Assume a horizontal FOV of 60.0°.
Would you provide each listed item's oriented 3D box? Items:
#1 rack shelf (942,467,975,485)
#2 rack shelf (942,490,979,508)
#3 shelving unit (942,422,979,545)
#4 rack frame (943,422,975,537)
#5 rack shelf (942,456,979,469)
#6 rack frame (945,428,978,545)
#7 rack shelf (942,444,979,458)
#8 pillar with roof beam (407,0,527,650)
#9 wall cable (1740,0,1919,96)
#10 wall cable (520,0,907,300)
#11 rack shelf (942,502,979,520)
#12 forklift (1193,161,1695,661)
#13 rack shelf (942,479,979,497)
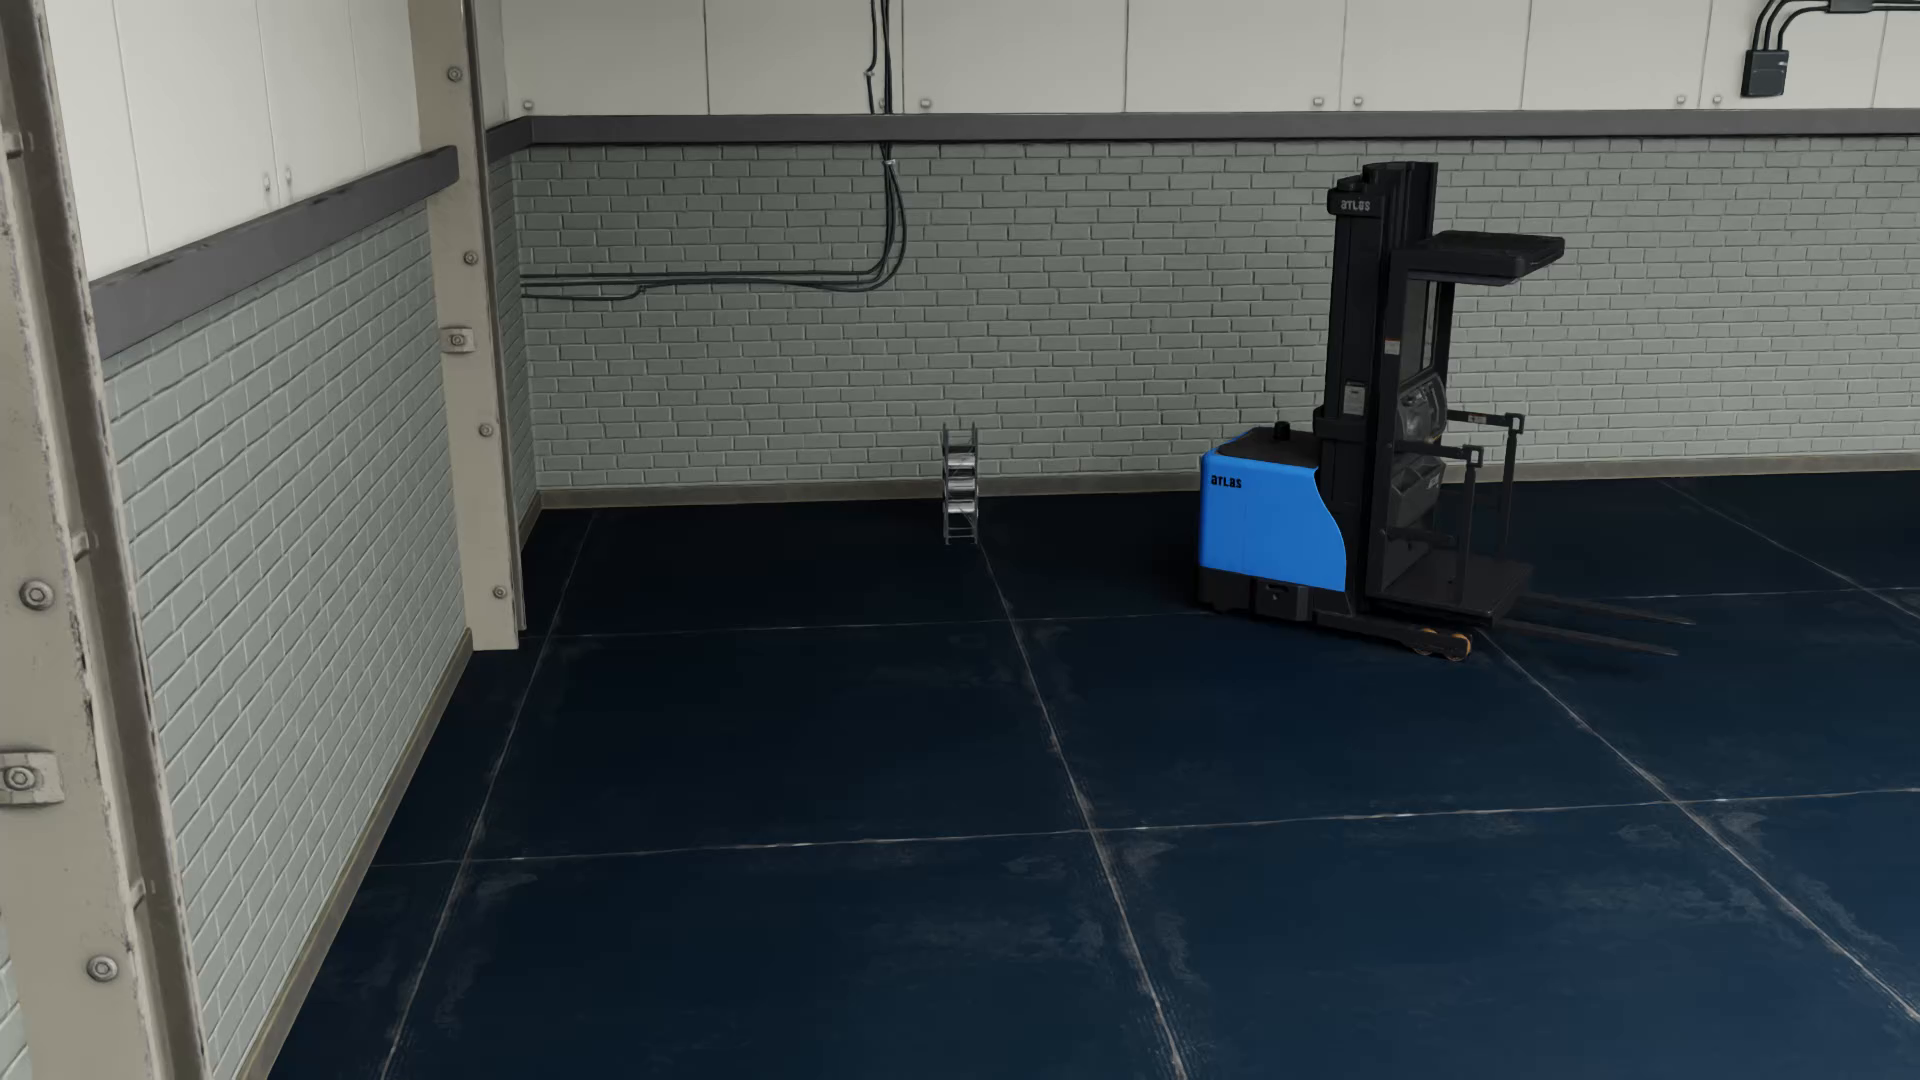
[{"bbox_3d":[0.001,-0.481,12.518,0.258,0.077,0.200,-2,18,-6],"label":"rack shelf"},{"bbox_3d":[0.001,-0.309,12.572,0.258,0.077,0.200,-2,18,-6],"label":"rack shelf"},{"bbox_3d":[0.001,-0.427,12.535,0.258,0.900,0.210,-2,18,-6],"label":"shelving unit"},{"bbox_3d":[-0.010,-0.457,12.631,0.240,0.900,0.006,-2,18,-6],"label":"rack frame"},{"bbox_3d":[0.001,-0.567,12.491,0.258,0.077,0.200,-2,18,-6],"label":"rack shelf"},{"bbox_3d":[0.011,-0.397,12.438,0.240,0.900,0.006,-2,18,-6],"label":"rack frame"},{"bbox_3d":[0.001,-0.653,12.464,0.258,0.077,0.200,-2,18,-6],"label":"rack shelf"},{"bbox_3d":[1.317,-3.794,9.739,9.100,9.000,0.400,-2,18,-6],"label":"pillar with roof beam"},{"bbox_3d":[7.491,-6.491,12.651,2.305,6.003,0.169,-2,18,-6],"label":"wall cable"},{"bbox_3d":[-1.954,-3.098,12.706,3.097,2.526,0.112,-2,18,-6],"label":"wall cable"},{"bbox_3d":[0.001,-0.223,12.598,0.258,0.077,0.200,-2,18,-6],"label":"rack shelf"},{"bbox_3d":[3.096,-0.831,10.429,3.031,2.935,1.130,10,20,30],"label":"forklift"},{"bbox_3d":[0.001,-0.395,12.545,0.258,0.077,0.200,-2,18,-6],"label":"rack shelf"}]
